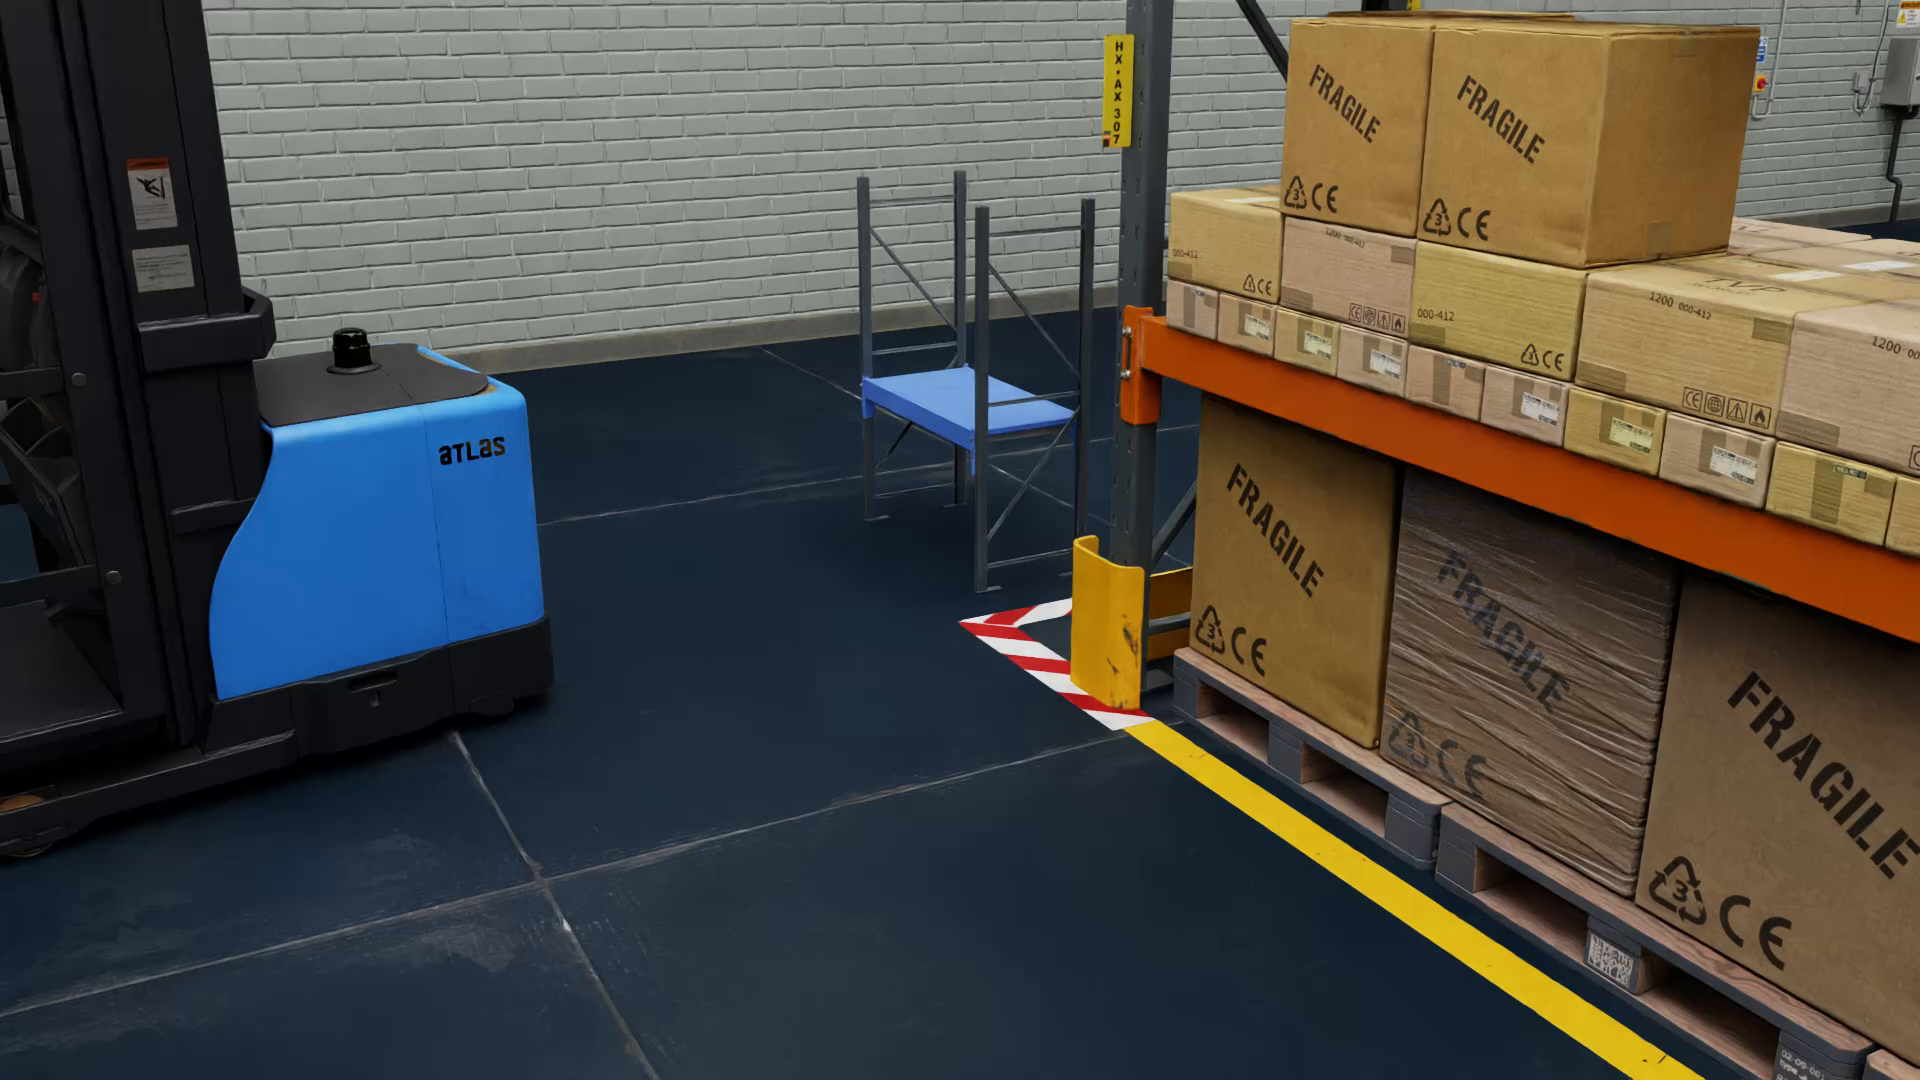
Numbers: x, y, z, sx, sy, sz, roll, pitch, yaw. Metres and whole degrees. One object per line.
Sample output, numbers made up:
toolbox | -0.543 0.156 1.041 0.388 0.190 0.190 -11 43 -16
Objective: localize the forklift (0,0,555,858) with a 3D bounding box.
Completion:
forklift | -2.823 -0.665 4.565 3.031 2.935 1.130 -14 24 -36

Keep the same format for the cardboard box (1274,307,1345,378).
cardboard box | 1.087 -0.561 4.544 0.380 0.149 0.250 -11 22 -28

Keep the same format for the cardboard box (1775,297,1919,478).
cardboard box | 1.932 -0.282 3.124 0.500 0.250 0.500 -10 21 -26

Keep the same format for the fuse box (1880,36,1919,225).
fuse box | 8.905 -3.804 15.533 0.539 1.711 0.414 -10 21 -27

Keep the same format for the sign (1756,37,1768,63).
sign | 6.916 -4.268 14.487 0.327 0.218 0.001 -10 21 -27

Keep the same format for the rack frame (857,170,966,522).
rack frame | -0.201 -0.830 7.239 0.500 1.500 0.032 -10 21 -27

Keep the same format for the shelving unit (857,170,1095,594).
shelving unit | 0.041 -0.684 6.816 0.538 1.500 1.048 -10 21 -27

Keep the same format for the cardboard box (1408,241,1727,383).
cardboard box | 1.442 -0.577 3.979 0.500 0.250 0.500 -11 22 -28

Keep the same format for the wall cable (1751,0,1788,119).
wall cable | 6.987 -4.625 14.331 0.585 1.953 0.123 -10 21 -27

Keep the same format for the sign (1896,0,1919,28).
sign | 8.758 -4.855 15.336 0.339 0.242 0.001 -10 21 -27

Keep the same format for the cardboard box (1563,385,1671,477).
cardboard box | 1.574 -0.267 3.691 0.380 0.149 0.250 -11 22 -28

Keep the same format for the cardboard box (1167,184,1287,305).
cardboard box | 0.954 -0.870 4.828 0.500 0.250 0.500 -11 22 -28

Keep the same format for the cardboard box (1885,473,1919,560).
cardboard box | 1.941 -0.045 3.048 0.380 0.149 0.250 -10 21 -26

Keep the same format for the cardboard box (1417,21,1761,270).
cardboard box | 1.443 -0.933 3.861 0.500 0.500 0.500 -11 22 -28

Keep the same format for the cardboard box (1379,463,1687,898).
cardboard box | 1.771 0.259 4.397 0.875 0.875 0.875 -10 21 -27

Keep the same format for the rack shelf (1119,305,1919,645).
rack shelf | 1.914 -0.066 3.826 1.077 0.370 4.000 -10 21 -27

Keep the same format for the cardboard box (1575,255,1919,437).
cardboard box | 1.695 -0.428 3.547 0.500 0.250 0.500 -10 22 -28

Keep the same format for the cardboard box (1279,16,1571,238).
cardboard box | 1.192 -1.081 4.290 0.500 0.500 0.500 -11 22 -28

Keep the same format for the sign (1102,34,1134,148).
sign | 0.473 -1.342 4.974 0.100 0.325 0.005 -10 21 -27

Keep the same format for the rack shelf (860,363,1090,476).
rack shelf | 0.041 -0.514 6.874 0.538 0.185 1.000 -10 21 -27

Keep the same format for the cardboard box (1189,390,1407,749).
cardboard box | 1.338 -0.003 5.154 0.875 0.875 0.875 -10 21 -27

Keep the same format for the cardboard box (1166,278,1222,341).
cardboard box | 0.842 -0.708 4.970 0.380 0.149 0.250 -10 21 -26

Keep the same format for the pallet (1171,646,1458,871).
pallet | 1.413 0.556 5.197 1.003 0.211 1.213 -10 21 -27

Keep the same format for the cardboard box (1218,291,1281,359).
cardboard box | 0.965 -0.635 4.757 0.380 0.149 0.250 -10 22 -27

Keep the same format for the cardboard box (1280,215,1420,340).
cardboard box | 1.207 -0.722 4.399 0.500 0.250 0.500 -10 22 -27

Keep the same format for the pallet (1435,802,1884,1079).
pallet | 1.988 0.906 4.184 1.003 0.211 1.213 -10 21 -27

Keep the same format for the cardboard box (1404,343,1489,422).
cardboard box | 1.332 -0.413 4.116 0.380 0.149 0.250 -10 22 -28

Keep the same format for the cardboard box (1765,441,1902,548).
cardboard box | 1.820 -0.119 3.261 0.380 0.149 0.250 -10 22 -28

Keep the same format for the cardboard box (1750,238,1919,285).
cardboard box | 2.161 -0.511 3.787 0.500 0.250 0.500 -10 21 -27

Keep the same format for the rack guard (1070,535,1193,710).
rack guard | 0.953 0.195 5.800 1.175 0.500 0.348 -10 21 -27

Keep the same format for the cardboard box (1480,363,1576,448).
cardboard box | 1.455 -0.339 3.902 0.380 0.149 0.250 -10 22 -27

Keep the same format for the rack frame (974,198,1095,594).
rack frame | 0.282 -0.539 6.393 0.500 1.500 0.032 -10 21 -27

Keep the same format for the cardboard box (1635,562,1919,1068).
cardboard box | 2.193 0.514 3.657 0.875 0.875 0.875 -10 21 -27

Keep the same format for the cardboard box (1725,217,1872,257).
cardboard box | 1.910 -0.660 4.219 0.500 0.250 0.500 -11 22 -28

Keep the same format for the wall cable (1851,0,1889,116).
wall cable | 8.230 -4.833 14.982 0.588 1.984 0.122 -10 21 -27

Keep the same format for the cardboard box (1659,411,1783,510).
cardboard box | 1.700 -0.192 3.474 0.380 0.149 0.250 -10 21 -26

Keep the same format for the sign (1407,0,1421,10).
sign | 1.448 -1.719 5.377 0.100 0.325 0.005 -10 21 -27

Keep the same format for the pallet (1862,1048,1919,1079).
pallet | 2.571 1.256 3.167 1.003 0.211 1.213 -10 21 -27

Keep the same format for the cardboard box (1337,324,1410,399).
cardboard box | 1.212 -0.487 4.328 0.380 0.149 0.250 -10 22 -27

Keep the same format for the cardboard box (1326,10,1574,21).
cardboard box | 1.427 -1.305 4.939 0.500 0.500 0.500 -10 21 -26

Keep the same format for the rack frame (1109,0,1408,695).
rack frame | 0.964 -0.980 5.373 1.000 3.000 0.127 -10 21 -27
